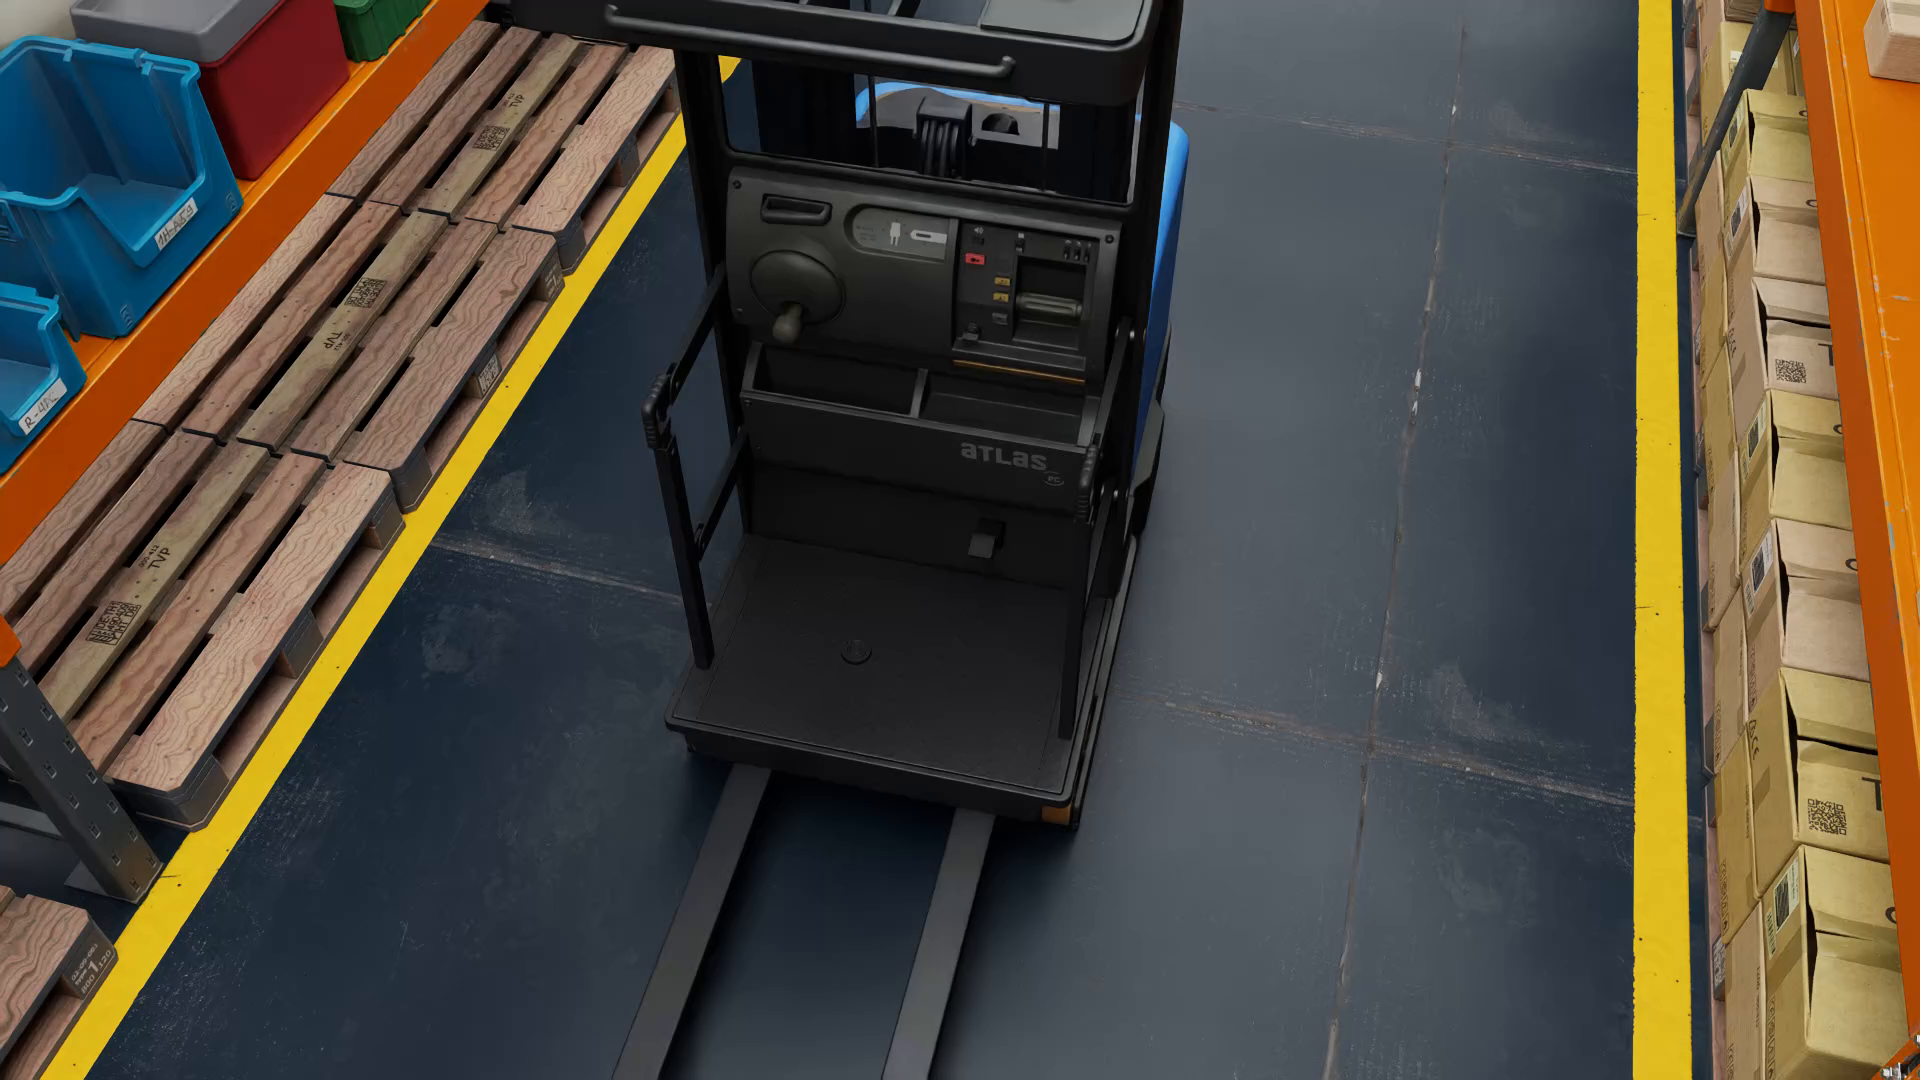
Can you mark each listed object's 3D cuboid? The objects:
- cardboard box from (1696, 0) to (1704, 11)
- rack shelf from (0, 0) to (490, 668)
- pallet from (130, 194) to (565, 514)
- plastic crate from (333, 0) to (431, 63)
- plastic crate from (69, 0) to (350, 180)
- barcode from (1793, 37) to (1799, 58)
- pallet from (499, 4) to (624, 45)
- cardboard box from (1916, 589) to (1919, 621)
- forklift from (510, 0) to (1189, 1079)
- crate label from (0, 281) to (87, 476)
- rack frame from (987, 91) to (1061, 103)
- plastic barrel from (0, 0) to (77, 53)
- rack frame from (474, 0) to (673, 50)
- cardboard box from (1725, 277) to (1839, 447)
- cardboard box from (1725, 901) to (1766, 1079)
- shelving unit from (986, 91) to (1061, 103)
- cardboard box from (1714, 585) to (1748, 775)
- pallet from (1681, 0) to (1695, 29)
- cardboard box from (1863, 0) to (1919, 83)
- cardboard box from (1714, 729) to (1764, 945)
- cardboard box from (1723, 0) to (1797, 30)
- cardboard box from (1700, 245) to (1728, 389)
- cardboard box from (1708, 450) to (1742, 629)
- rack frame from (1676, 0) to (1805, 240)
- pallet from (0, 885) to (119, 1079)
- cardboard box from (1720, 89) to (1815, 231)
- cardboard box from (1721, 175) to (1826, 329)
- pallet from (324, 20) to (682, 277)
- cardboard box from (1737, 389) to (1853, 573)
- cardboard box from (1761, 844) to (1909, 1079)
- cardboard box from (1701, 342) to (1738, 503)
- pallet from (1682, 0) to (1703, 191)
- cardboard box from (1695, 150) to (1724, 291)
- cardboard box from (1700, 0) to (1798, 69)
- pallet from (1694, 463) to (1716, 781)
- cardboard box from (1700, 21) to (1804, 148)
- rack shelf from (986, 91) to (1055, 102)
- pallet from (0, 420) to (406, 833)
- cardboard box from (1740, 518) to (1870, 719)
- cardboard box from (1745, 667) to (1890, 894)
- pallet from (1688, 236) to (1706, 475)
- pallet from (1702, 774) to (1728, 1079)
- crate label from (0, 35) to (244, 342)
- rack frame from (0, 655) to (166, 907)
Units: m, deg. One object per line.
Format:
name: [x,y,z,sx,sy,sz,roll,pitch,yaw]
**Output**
cardboard box: [3.364,-2.413,6.933,0.500,0.250,0.500,12,50,10]
rack shelf: [-2.110,-1.377,4.944,1.077,0.370,4.000,12,50,10]
pallet: [-2.072,-0.678,5.707,1.003,0.211,1.213,12,50,10]
plastic crate: [-1.770,-1.676,4.870,0.450,0.188,0.662,12,50,10]
plastic crate: [-1.916,-1.298,4.352,0.402,0.464,0.583,12,50,10]
barcode: [2.725,-1.615,5.408,0.001,0.075,0.075,12,50,10]
pallet: [-1.367,-2.616,7.418,1.003,0.211,1.213,12,50,10]
cardboard box: [2.111,0.190,3.249,0.380,0.149,0.250,12,50,10]
forklift: [-0.144,-0.513,3.747,1.130,2.935,3.031,10,49,9]
crate label: [-2.164,-0.344,3.664,0.303,0.233,0.416,12,50,10]
rack frame: [0.200,-1.065,5.389,0.240,1.200,0.015,10,49,9]
plastic barrel: [-2.461,-1.296,4.319,0.421,0.512,0.421,0,49,0]
rack frame: [-1.584,-3.061,5.951,1.000,3.000,0.127,12,50,10]
cardboard box: [2.573,-0.511,4.880,0.500,0.311,0.500,10,49,9]
cardboard box: [2.044,1.154,3.785,0.500,0.250,0.500,13,50,11]
shelving unit: [0.256,-1.243,5.547,0.258,1.200,0.503,10,49,9]
cardboard box: [2.312,0.418,4.435,0.500,0.250,0.500,13,50,11]
pallet: [3.763,-2.611,7.413,1.003,0.211,1.213,12,50,10]
cardboard box: [2.763,-1.398,4.650,0.380,0.149,0.250,12,50,10]
cardboard box: [2.176,0.781,4.114,0.500,0.250,0.500,11,49,10]
cardboard box: [3.248,-2.296,6.330,0.500,0.500,0.500,12,50,10]
cardboard box: [2.713,-0.698,5.419,0.500,0.250,0.500,13,50,11]
cardboard box: [2.444,0.045,4.764,0.500,0.250,0.500,12,50,11]
rack frame: [3.194,-2.081,5.086,1.000,3.000,0.127,12,50,10]
pallet: [-2.804,1.333,3.933,1.003,0.211,1.213,12,50,10]
cardboard box: [2.845,-1.246,5.529,0.500,0.311,0.500,12,50,10]
cardboard box: [2.708,-0.885,5.210,0.500,0.311,0.500,11,49,10]
pallet: [-1.753,-1.563,6.489,1.003,0.211,1.213,12,50,10]
cardboard box: [2.441,-0.134,4.547,0.500,0.311,0.500,13,50,11]
cardboard box: [2.041,0.970,3.573,0.500,0.311,0.500,13,50,11]
cardboard box: [2.579,-0.323,5.088,0.500,0.250,0.500,10,49,9]
pallet: [3.444,-1.726,6.632,1.003,0.211,1.213,12,50,10]
cardboard box: [2.849,-1.068,5.745,0.500,0.250,0.500,10,49,9]
cardboard box: [3.246,-2.049,6.611,0.500,0.250,0.500,12,50,10]
pallet: [2.718,0.267,4.873,1.003,0.211,1.213,12,50,10]
cardboard box: [3.105,-1.689,6.294,0.500,0.250,0.500,12,50,10]
rack shelf: [0.256,-1.503,5.252,0.258,0.148,0.480,10,49,9]
pallet: [-2.395,0.202,4.931,1.003,0.211,1.213,12,50,10]
cardboard box: [2.307,0.228,4.228,0.500,0.311,0.500,11,50,10]
cardboard box: [2.172,0.593,3.906,0.500,0.311,0.500,11,49,9]
pallet: [3.038,-0.618,5.655,1.003,0.211,1.213,12,50,10]
pallet: [2.395,1.147,4.097,1.003,0.211,1.213,12,50,10]
crate label: [-2.114,-0.845,3.972,0.502,0.435,0.616,12,50,10]
rack frame: [-2.637,-0.168,3.398,1.000,3.000,0.127,12,50,10]
